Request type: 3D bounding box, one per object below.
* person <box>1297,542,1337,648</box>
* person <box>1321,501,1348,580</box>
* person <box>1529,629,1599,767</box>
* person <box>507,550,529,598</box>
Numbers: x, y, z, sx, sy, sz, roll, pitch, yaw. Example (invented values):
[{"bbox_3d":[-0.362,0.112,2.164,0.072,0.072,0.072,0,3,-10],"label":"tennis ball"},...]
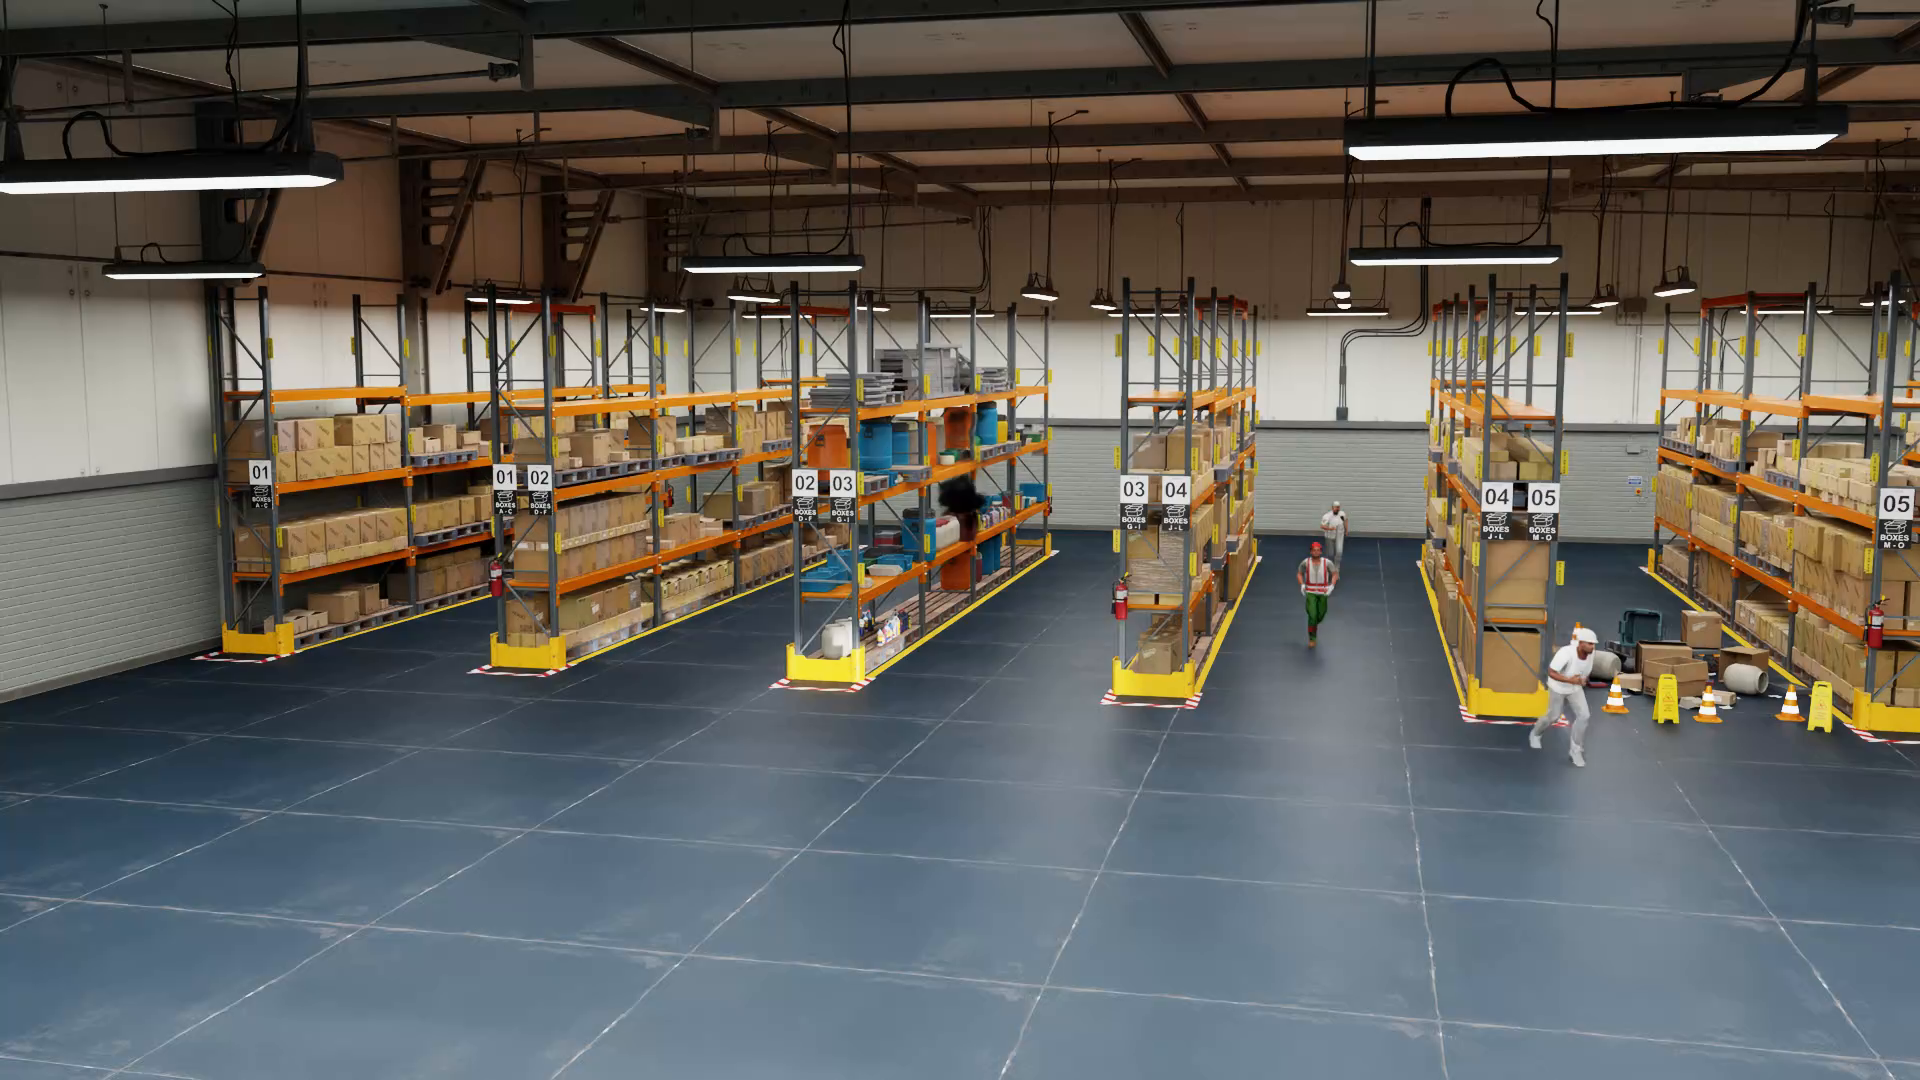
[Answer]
[{"bbox_3d":[6.045,0.903,28.188,0.671,1.773,0.697,1,7,11],"label":"person"},{"bbox_3d":[8.231,-0.012,36.597,0.628,1.703,0.936,0,7,2],"label":"person"},{"bbox_3d":[7.378,1.877,20.302,0.747,1.716,1.039,-3,7,-23],"label":"person"},{"bbox_3d":[-8.159,0.622,31.075,0.537,1.586,0.881,-1,7,-6],"label":"person"}]
